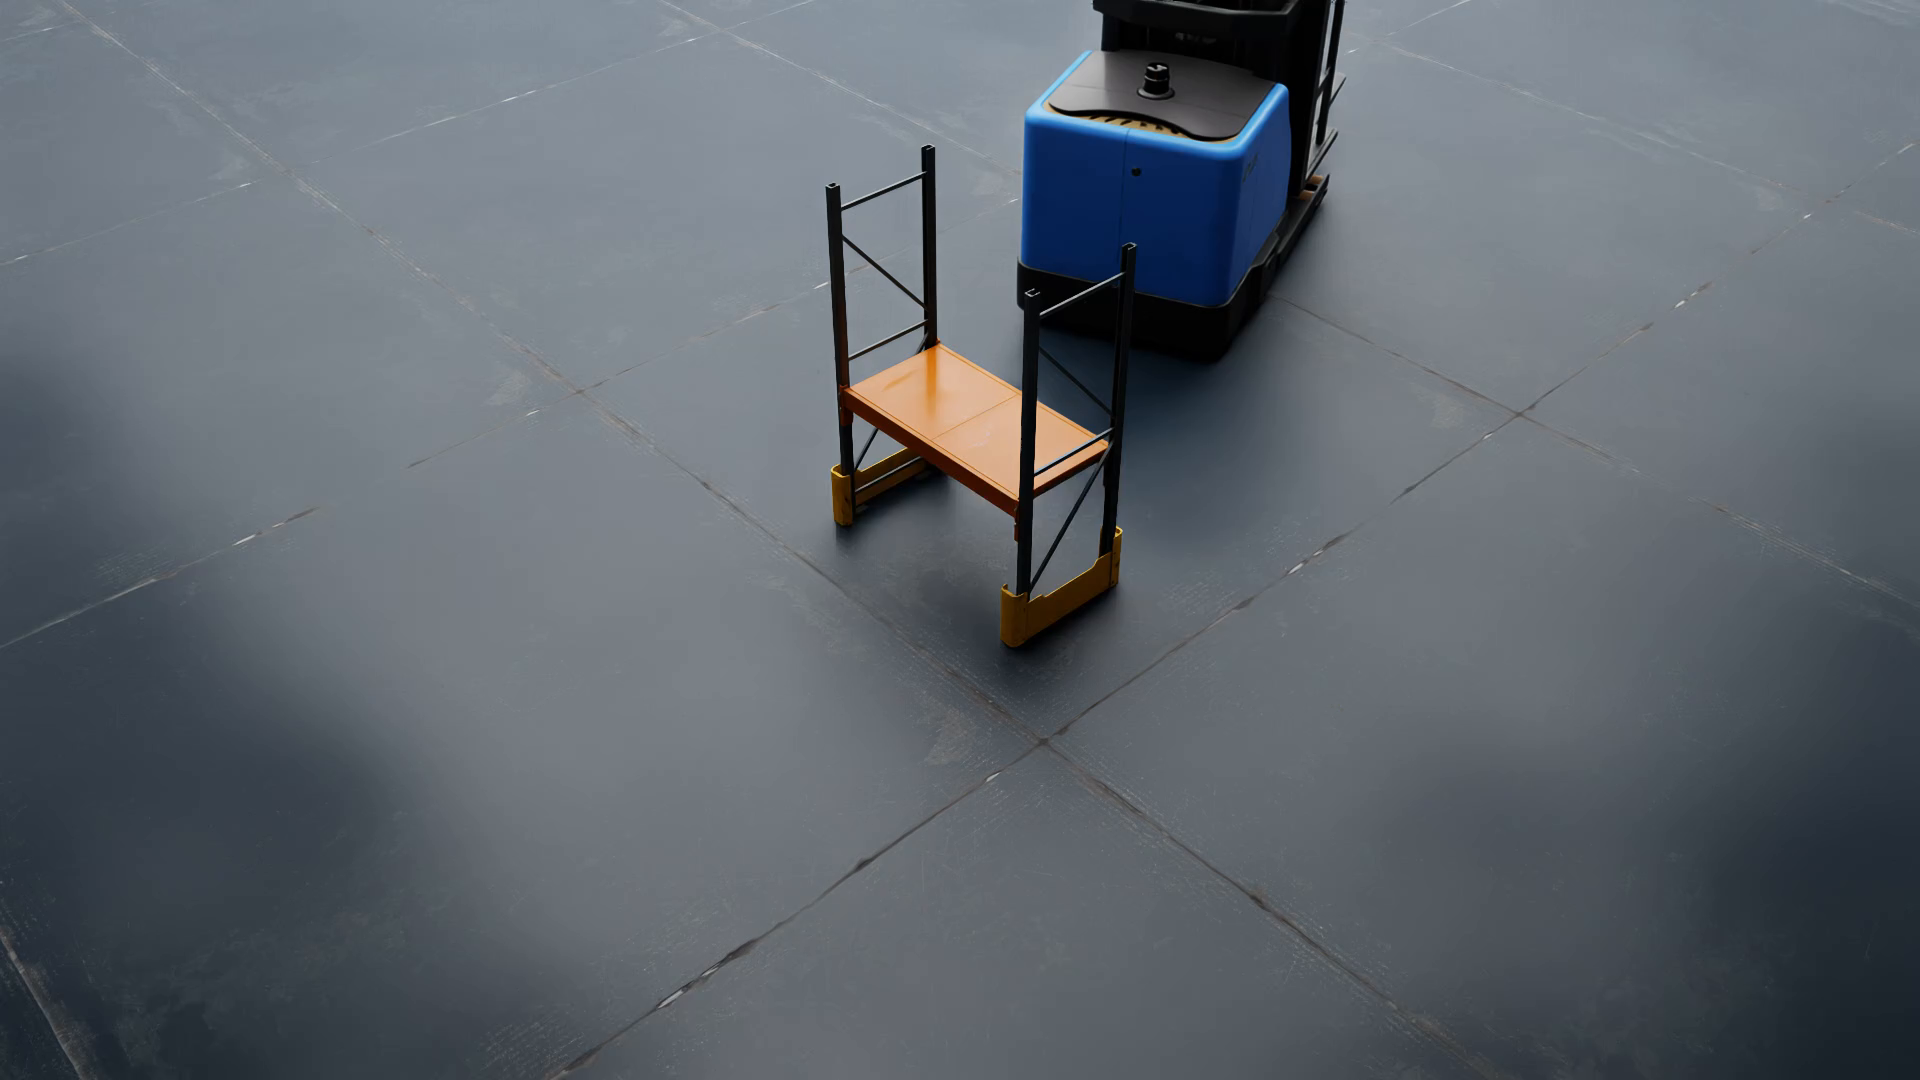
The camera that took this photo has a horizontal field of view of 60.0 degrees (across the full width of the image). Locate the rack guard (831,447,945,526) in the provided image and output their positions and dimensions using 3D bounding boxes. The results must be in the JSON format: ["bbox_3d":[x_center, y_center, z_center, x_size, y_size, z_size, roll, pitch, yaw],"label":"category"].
[{"bbox_3d":[-0.285,-0.292,6.913,0.587,0.250,0.087,-30,48,-32],"label":"rack guard"}]

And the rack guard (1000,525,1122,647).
[{"bbox_3d":[0.388,0.169,6.342,0.587,0.250,0.087,-30,48,-32],"label":"rack guard"}]

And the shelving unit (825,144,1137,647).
[{"bbox_3d":[0.052,-0.548,6.235,0.587,1.500,1.083,-30,48,-32],"label":"shelving unit"}]

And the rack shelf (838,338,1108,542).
[{"bbox_3d":[0.058,-0.404,6.343,0.538,0.185,1.000,-30,48,-32],"label":"rack shelf"}]

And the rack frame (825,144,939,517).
[{"bbox_3d":[-0.286,-0.779,6.521,0.500,1.500,0.032,-30,48,-32],"label":"rack frame"}]

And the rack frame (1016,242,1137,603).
[{"bbox_3d":[0.402,-0.309,5.939,0.500,1.500,0.032,-30,48,-32],"label":"rack frame"}]

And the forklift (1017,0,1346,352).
[{"bbox_3d":[1.340,-2.935,8.051,1.130,2.935,3.031,16,42,19],"label":"forklift"}]
